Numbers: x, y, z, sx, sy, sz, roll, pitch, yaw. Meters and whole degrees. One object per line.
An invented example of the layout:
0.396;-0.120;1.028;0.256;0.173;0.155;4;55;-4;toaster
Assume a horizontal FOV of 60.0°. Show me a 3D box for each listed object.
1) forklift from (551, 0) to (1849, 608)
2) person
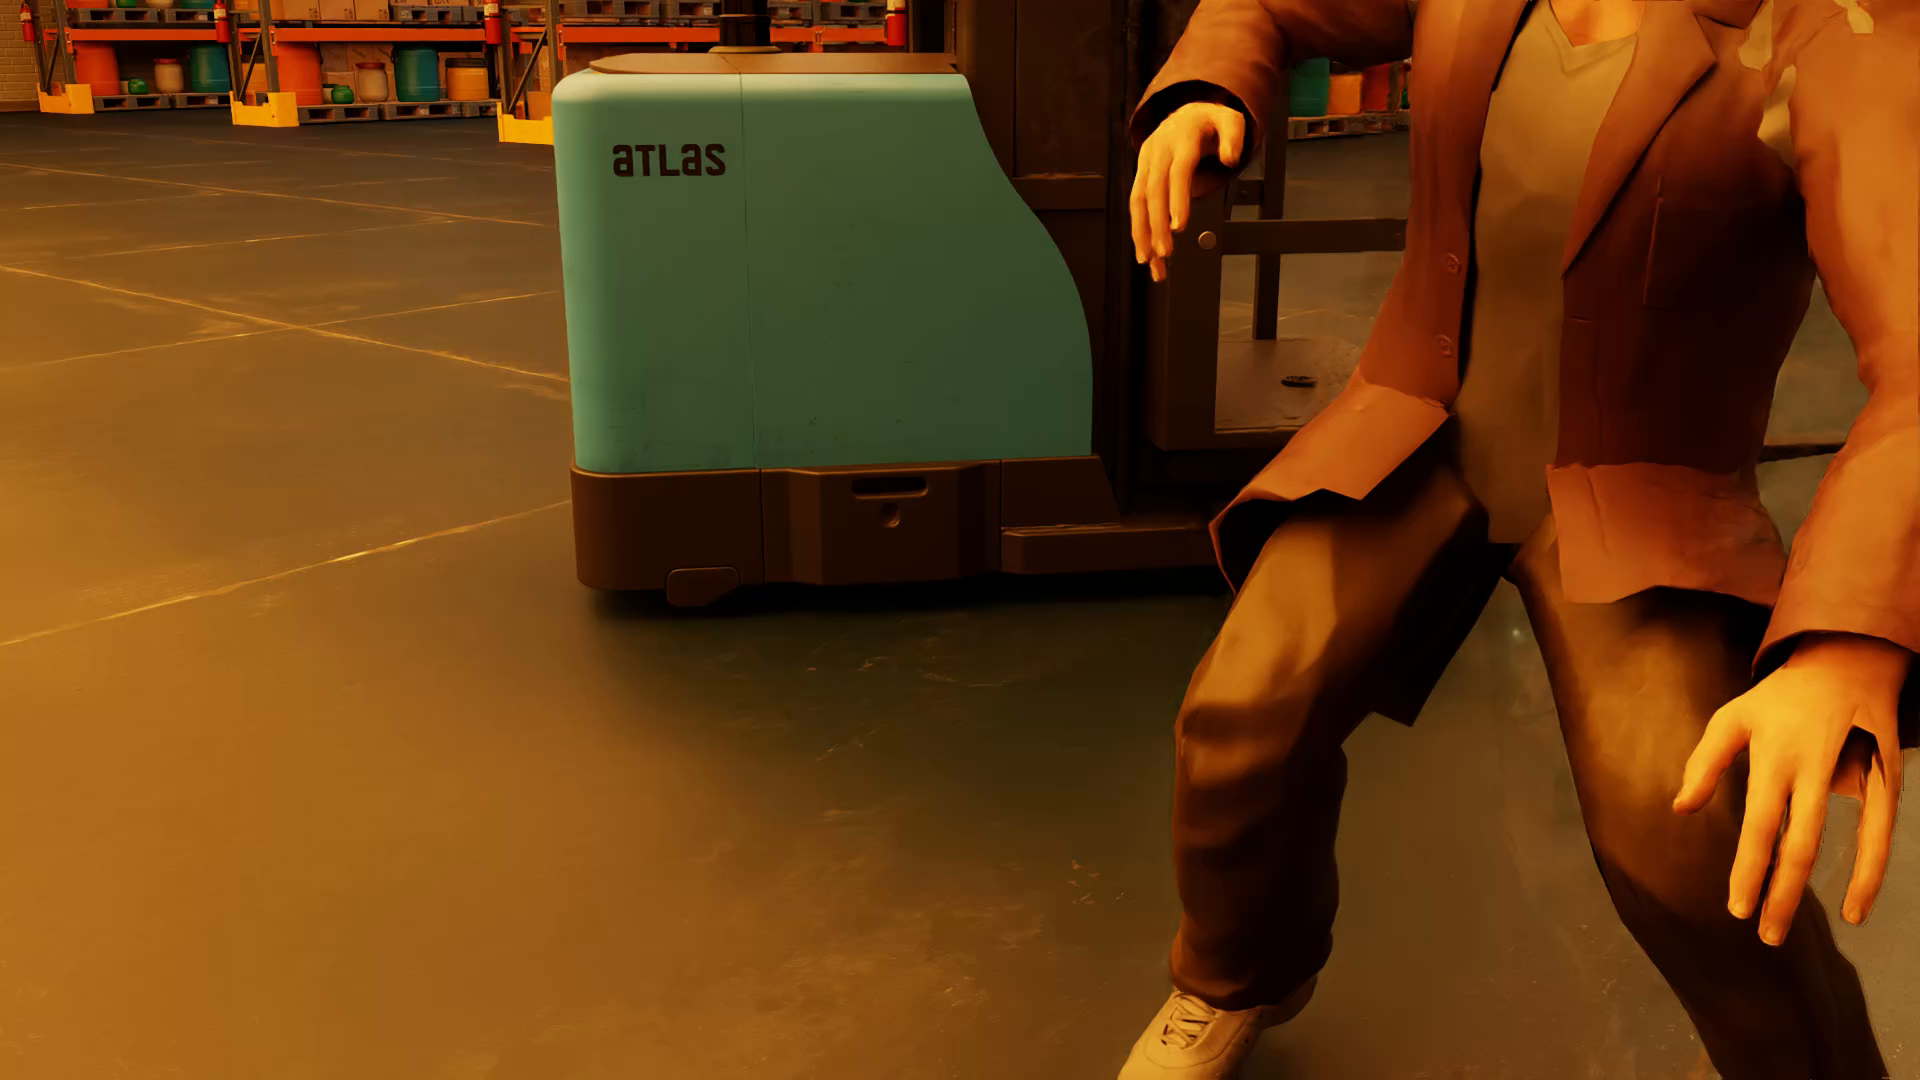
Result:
0.638;-1.446;3.661;3.031;2.935;1.130;-3;17;-9;forklift
0.462;-0.015;1.495;0.847;1.534;0.912;12;21;35;person
